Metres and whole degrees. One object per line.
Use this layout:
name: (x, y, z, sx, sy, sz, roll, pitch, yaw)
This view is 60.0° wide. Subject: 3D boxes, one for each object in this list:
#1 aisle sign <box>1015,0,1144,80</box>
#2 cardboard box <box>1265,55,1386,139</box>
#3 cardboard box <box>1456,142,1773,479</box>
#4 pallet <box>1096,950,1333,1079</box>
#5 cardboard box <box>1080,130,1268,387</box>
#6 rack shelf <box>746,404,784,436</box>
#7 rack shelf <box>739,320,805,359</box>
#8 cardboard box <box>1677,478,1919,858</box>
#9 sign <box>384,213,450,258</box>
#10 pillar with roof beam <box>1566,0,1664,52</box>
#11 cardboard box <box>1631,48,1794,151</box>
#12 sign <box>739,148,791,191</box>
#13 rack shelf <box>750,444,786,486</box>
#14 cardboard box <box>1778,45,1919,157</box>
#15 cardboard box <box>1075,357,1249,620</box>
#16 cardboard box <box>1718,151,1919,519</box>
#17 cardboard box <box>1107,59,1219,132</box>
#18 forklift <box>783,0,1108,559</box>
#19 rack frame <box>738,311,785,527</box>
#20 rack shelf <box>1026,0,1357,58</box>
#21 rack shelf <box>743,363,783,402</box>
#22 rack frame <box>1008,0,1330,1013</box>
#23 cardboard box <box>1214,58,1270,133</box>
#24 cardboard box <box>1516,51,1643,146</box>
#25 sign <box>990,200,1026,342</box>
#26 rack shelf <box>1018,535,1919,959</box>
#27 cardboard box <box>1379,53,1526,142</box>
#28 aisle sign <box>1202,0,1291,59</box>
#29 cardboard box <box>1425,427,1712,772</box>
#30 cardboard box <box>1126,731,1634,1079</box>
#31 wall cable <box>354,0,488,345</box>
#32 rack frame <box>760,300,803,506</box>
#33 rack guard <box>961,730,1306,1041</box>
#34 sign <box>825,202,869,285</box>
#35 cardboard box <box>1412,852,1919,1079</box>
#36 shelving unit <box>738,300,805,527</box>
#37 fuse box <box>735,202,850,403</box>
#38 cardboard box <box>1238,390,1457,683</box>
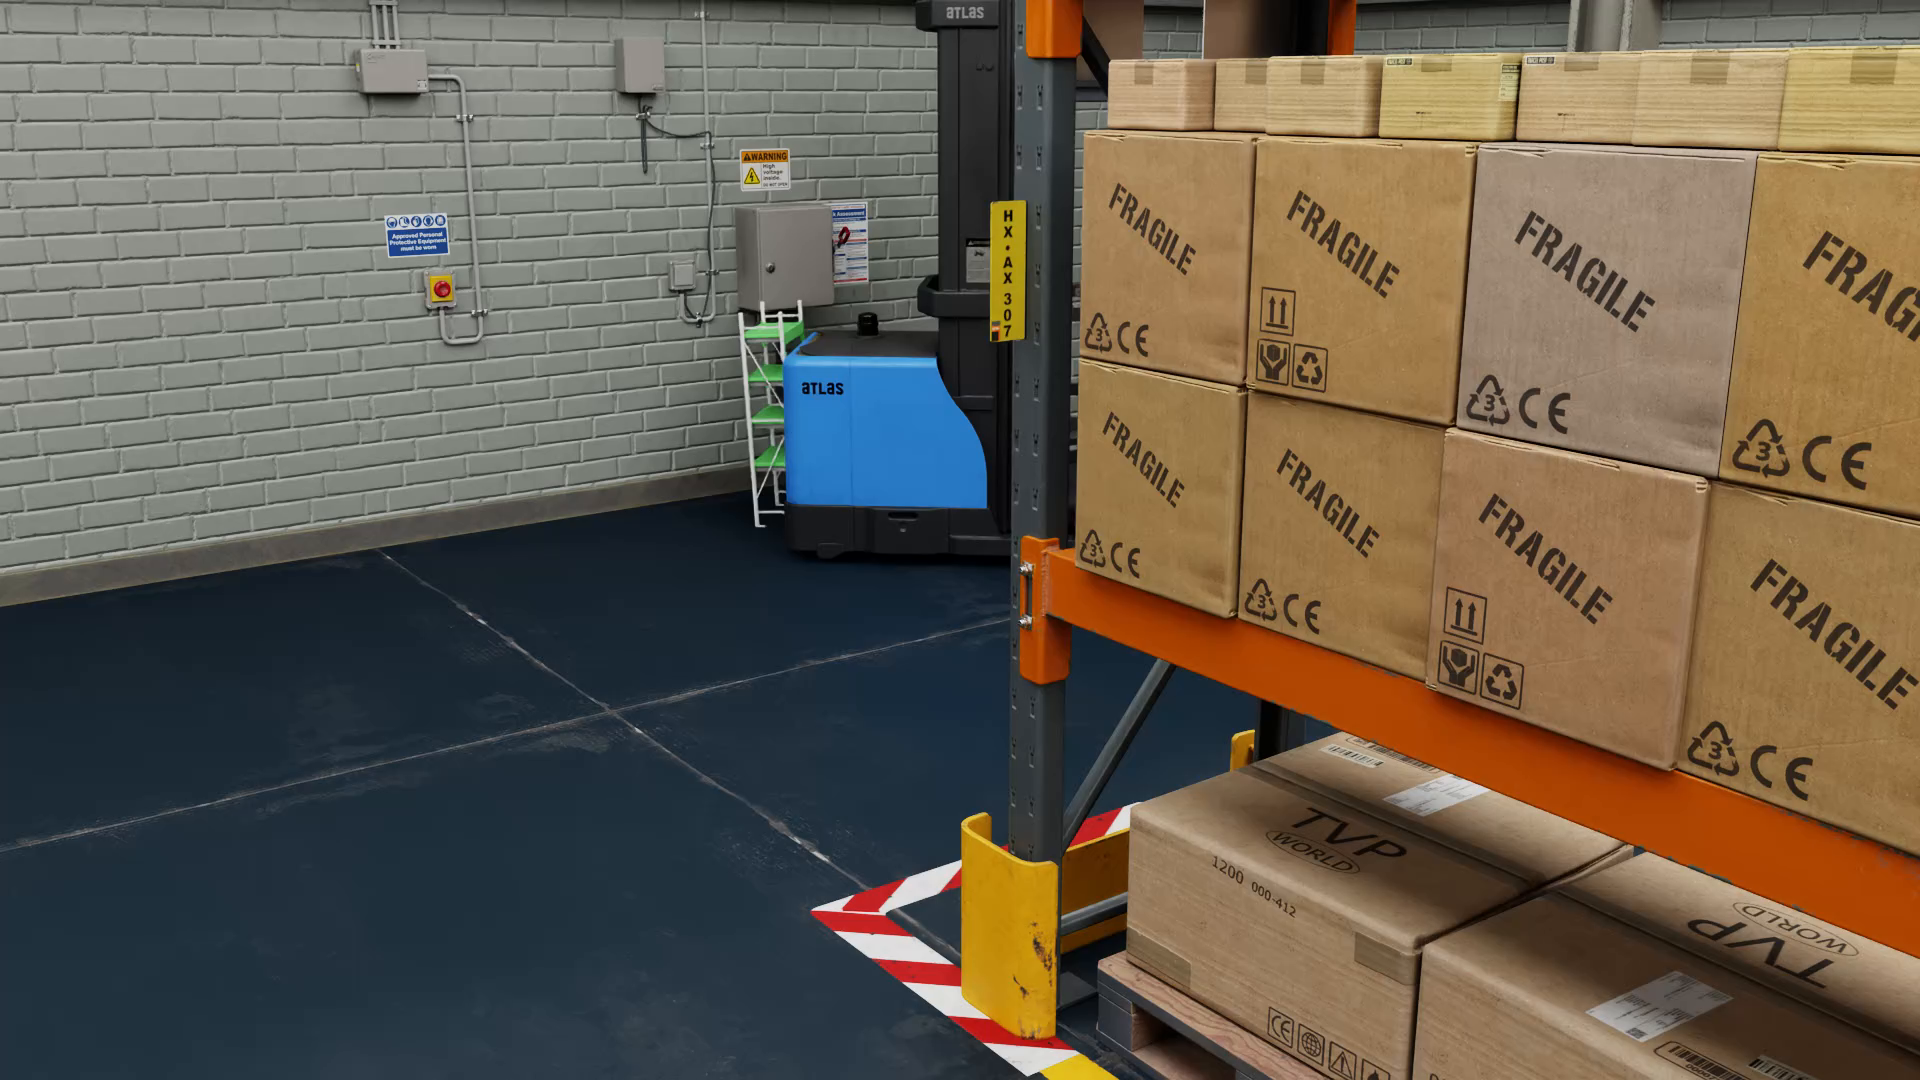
aisle sign: (0.288, -1.485, 3.895, 0.394, 0.787, 0.004, -11, 19, -35)
cardboard box: (0.822, -0.867, 3.250, 0.380, 0.149, 0.250, -10, 18, -33)
cardboard box: (1.236, -0.427, 2.869, 0.500, 0.500, 0.500, -11, 19, -35)
pallet: (1.099, 1.243, 4.135, 1.003, 0.211, 1.213, -11, 19, -35)
cardboard box: (0.617, -0.644, 3.665, 0.500, 0.500, 0.500, -11, 19, -36)
rack shelf: (-1.023, -0.659, 9.431, 0.258, 0.148, 0.480, -1, 15, 8)
rack shelf: (-1.045, -1.122, 9.307, 0.258, 0.148, 0.480, -1, 15, 8)
cardboard box: (1.528, 0.158, 2.629, 0.500, 0.500, 0.500, -10, 18, -33)
sign: (-2.844, -1.597, 8.717, 0.327, 0.218, 0.001, -11, 19, -35)
pillar with roof beam: (0.240, -3.973, 6.546, 9.100, 9.000, 0.400, -11, 19, -35)
cardboard box: (1.301, -0.706, 2.661, 0.380, 0.149, 0.250, -11, 19, -34)
sign: (-1.150, -2.190, 9.831, 0.339, 0.242, 0.001, -11, 19, -35)
rack shelf: (-1.012, -0.428, 9.493, 0.258, 0.148, 0.480, -1, 15, 8)
cardboard box: (1.428, -0.648, 2.448, 0.380, 0.149, 0.250, -11, 19, -36)
cardboard box: (0.615, -0.162, 3.796, 0.500, 0.500, 0.500, -11, 19, -35)
cardboard box: (1.530, -0.320, 2.480, 0.500, 0.500, 0.500, -11, 19, -34)
cardboard box: (0.550, -0.985, 3.682, 0.380, 0.149, 0.250, -10, 18, -33)
forklift: (0.625, -1.402, 8.646, 3.031, 2.935, 1.130, 1, 15, 4)
rack frame: (-1.057, -0.657, 9.181, 0.240, 1.200, 0.015, -1, 15, 8)
rack shelf: (1.741, -0.933, 2.485, 1.077, 0.370, 4.000, -11, 19, -35)
rack shelf: (-1.034, -0.891, 9.369, 0.258, 0.148, 0.480, -1, 15, 8)
rack frame: (0.565, -0.261, 4.346, 1.000, 3.000, 0.127, -11, 19, -35)
cardboard box: (0.762, -0.940, 3.518, 0.380, 0.149, 0.250, -10, 18, -33)
cardboard box: (1.188, -0.766, 2.880, 0.380, 0.149, 0.250, -11, 19, -34)
sign: (0.113, -0.632, 3.912, 0.100, 0.325, 0.005, -11, 19, -35)
rack shelf: (1.741, 0.513, 2.881, 1.077, 0.370, 4.000, -11, 19, -35)
cardboard box: (0.991, -0.814, 3.055, 0.380, 0.149, 0.250, -12, 19, -36)
aisle sign: (0.774, -1.578, 4.235, 0.394, 0.787, 0.004, -11, 19, -35)
cardboard box: (1.220, 0.053, 3.010, 0.500, 0.500, 0.500, -11, 19, -35)
cardboard box: (1.034, 0.898, 4.171, 0.875, 0.438, 0.875, -12, 19, -36)
wall cable: (-2.769, -1.966, 8.594, 0.585, 1.953, 0.123, -11, 19, -35)
rack frame: (-0.995, -0.785, 9.648, 0.240, 1.200, 0.015, -1, 15, 8)
rack guard: (0.551, 0.940, 4.695, 1.175, 0.500, 0.348, -11, 19, -35)
sign: (-0.706, -1.831, 10.264, 0.329, 0.494, 0.001, -11, 19, -35)
cardboard box: (1.579, 1.092, 3.462, 0.875, 0.438, 0.875, -10, 18, -33)
shelving unit: (-1.026, -0.721, 9.414, 0.258, 1.200, 0.503, -1, 15, 8)
fuse box: (-0.984, -1.135, 9.980, 0.539, 1.711, 0.414, -11, 19, -35)
cardboard box: (0.935, -0.058, 3.417, 0.500, 0.500, 0.500, -11, 19, -35)
